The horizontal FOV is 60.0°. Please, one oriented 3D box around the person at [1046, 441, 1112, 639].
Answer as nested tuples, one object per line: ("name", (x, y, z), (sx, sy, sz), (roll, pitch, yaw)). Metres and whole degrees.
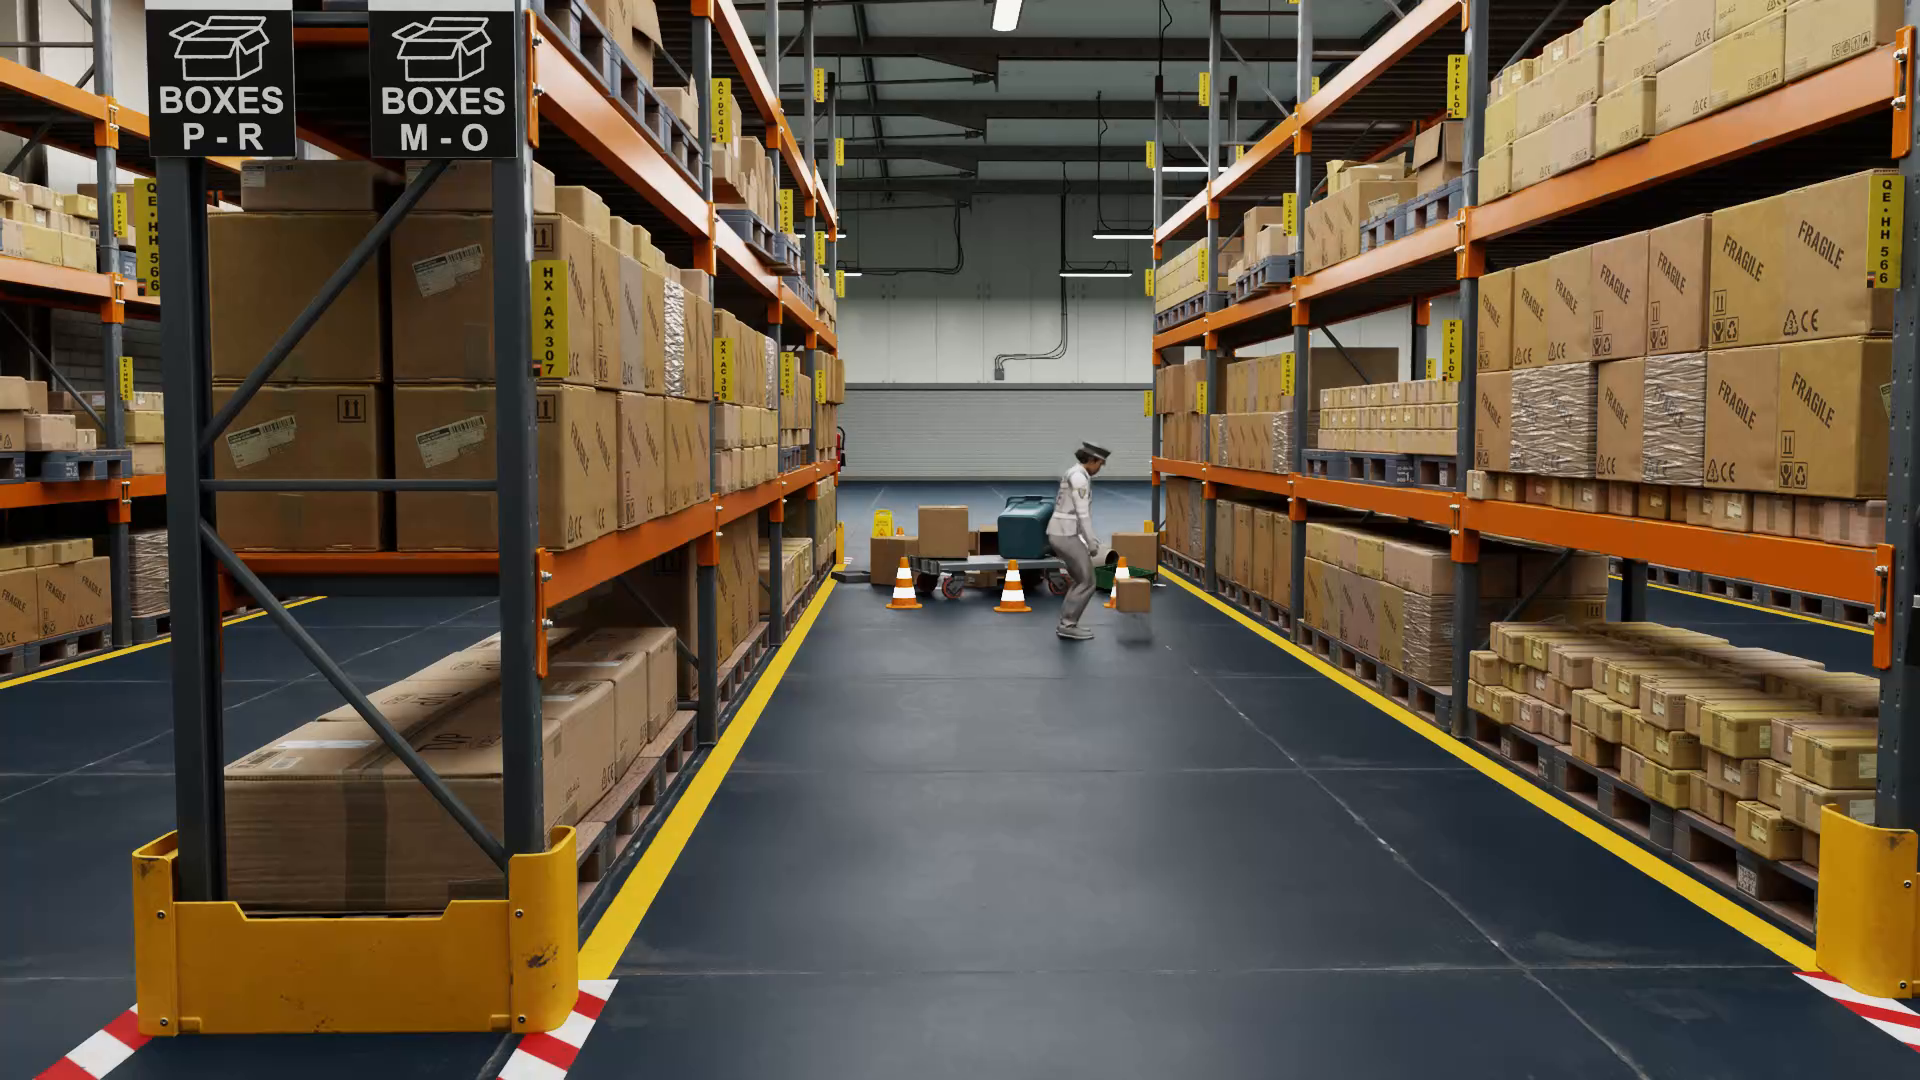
("person", (0.951, -0.006, 13.334), (0.526, 1.576, 0.516), (0, 4, 0))
